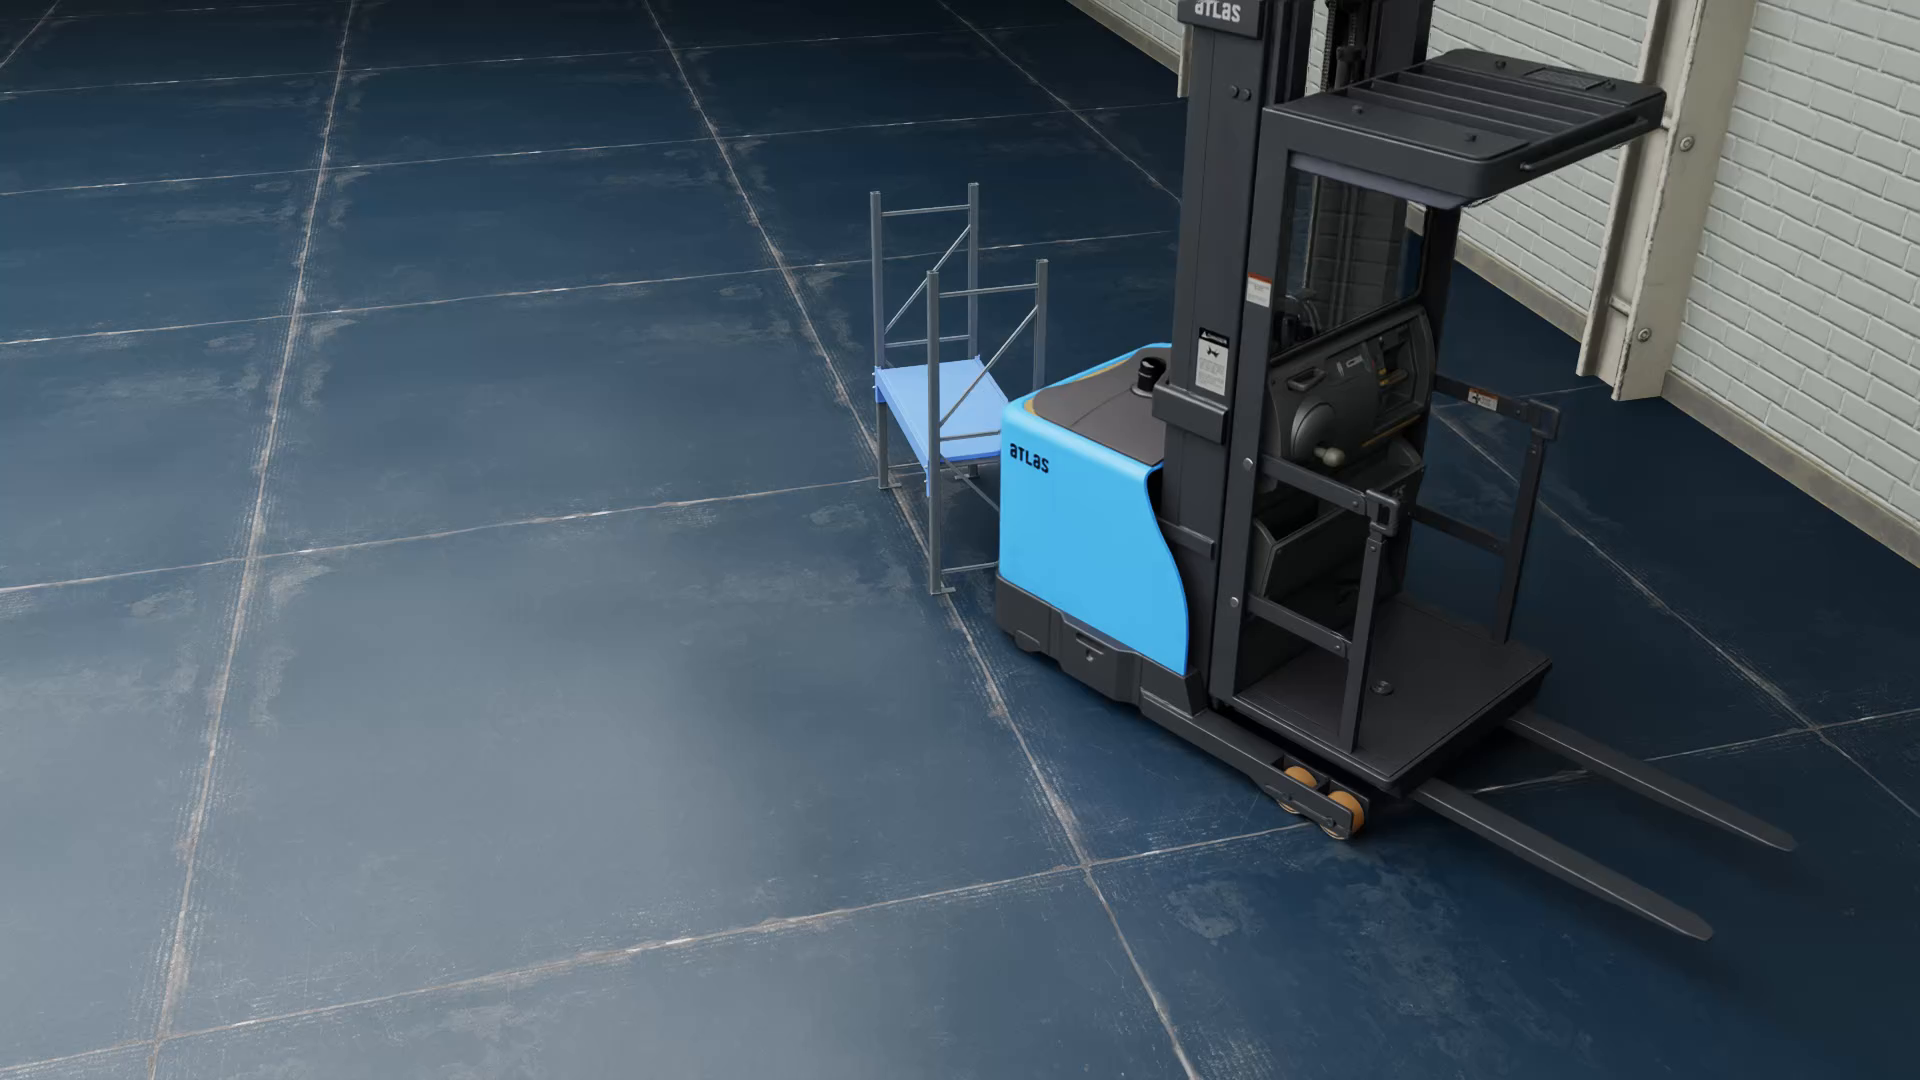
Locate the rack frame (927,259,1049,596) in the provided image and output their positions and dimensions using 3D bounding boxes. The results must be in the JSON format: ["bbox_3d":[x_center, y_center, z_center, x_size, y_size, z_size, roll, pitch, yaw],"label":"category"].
[{"bbox_3d":[0.112,-0.445,7.021,0.500,1.500,0.032,-8,31,-13],"label":"rack frame"}]

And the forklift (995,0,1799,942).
[{"bbox_3d":[1.522,-0.498,5.685,1.130,2.935,3.031,-25,38,-36],"label":"forklift"}]

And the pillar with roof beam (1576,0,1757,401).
[{"bbox_3d":[-0.479,-4.193,6.011,9.100,9.000,0.400,-8,31,-13],"label":"pillar with roof beam"}]

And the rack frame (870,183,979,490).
[{"bbox_3d":[-0.158,-0.936,7.870,0.500,1.500,0.032,-8,31,-13],"label":"rack frame"}]

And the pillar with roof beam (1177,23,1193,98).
[{"bbox_3d":[-2.071,-7.091,11.018,9.100,9.000,0.400,-8,31,-13],"label":"pillar with roof beam"}]

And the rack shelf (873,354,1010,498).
[{"bbox_3d":[-0.023,-0.535,7.536,0.538,0.185,1.000,-8,31,-13],"label":"rack shelf"}]

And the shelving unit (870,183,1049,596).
[{"bbox_3d":[-0.023,-0.690,7.445,0.538,1.500,1.048,-8,31,-13],"label":"shelving unit"}]
